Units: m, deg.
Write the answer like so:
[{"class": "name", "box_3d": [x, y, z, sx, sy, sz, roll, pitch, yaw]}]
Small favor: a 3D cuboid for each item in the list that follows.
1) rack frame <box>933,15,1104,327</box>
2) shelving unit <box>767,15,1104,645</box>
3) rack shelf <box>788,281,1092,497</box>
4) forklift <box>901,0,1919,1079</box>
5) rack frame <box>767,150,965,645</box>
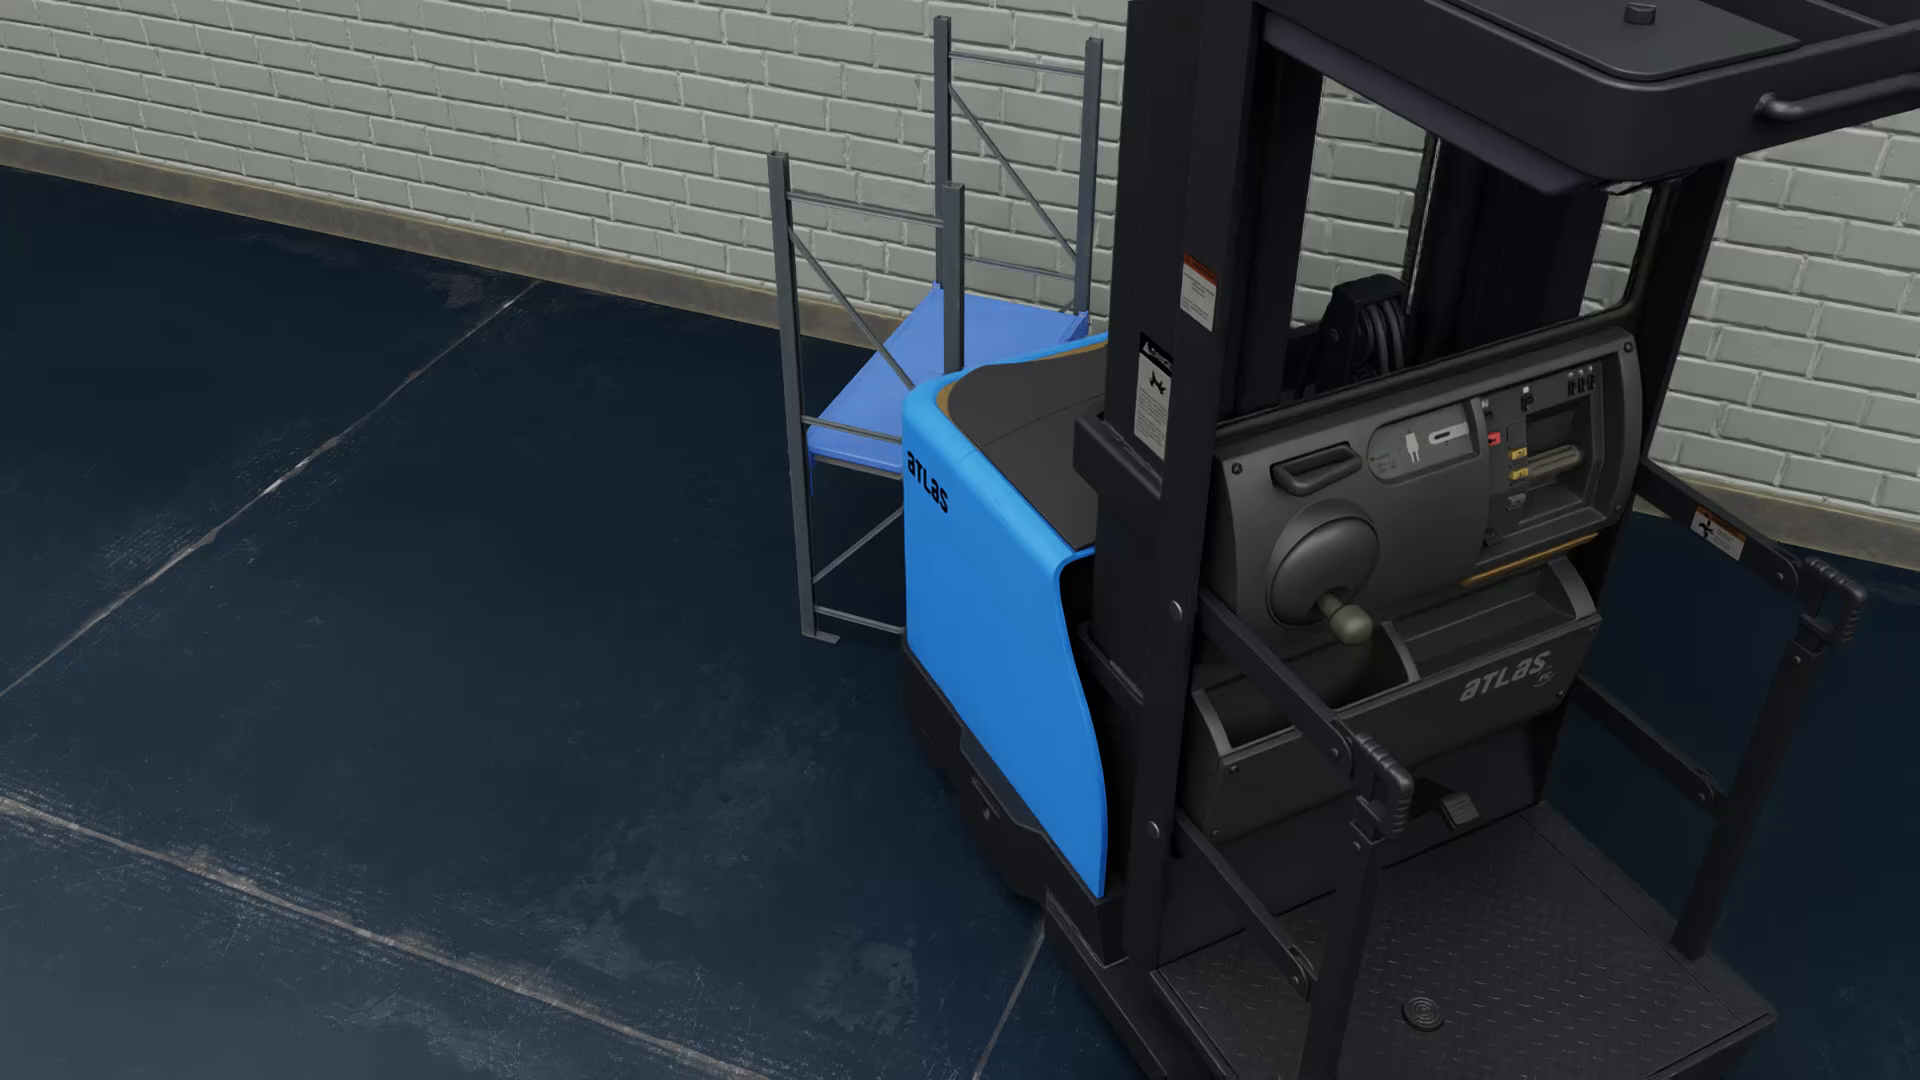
[{"class": "rack frame", "box_3d": [0.161, -0.835, 5.114, 0.500, 1.500, 0.032, 14, 39, 18]}, {"class": "shelving unit", "box_3d": [-0.032, -0.554, 4.738, 0.538, 1.500, 1.048, 14, 39, 18]}, {"class": "rack shelf", "box_3d": [-0.032, -0.409, 4.845, 0.538, 0.185, 1.000, 14, 39, 18]}, {"class": "forklift", "box_3d": [0.965, -0.030, 2.842, 1.130, 2.935, 3.031, -17, 40, -21]}, {"class": "rack frame", "box_3d": [-0.226, -0.272, 4.361, 0.500, 1.500, 0.032, 14, 39, 18]}]
